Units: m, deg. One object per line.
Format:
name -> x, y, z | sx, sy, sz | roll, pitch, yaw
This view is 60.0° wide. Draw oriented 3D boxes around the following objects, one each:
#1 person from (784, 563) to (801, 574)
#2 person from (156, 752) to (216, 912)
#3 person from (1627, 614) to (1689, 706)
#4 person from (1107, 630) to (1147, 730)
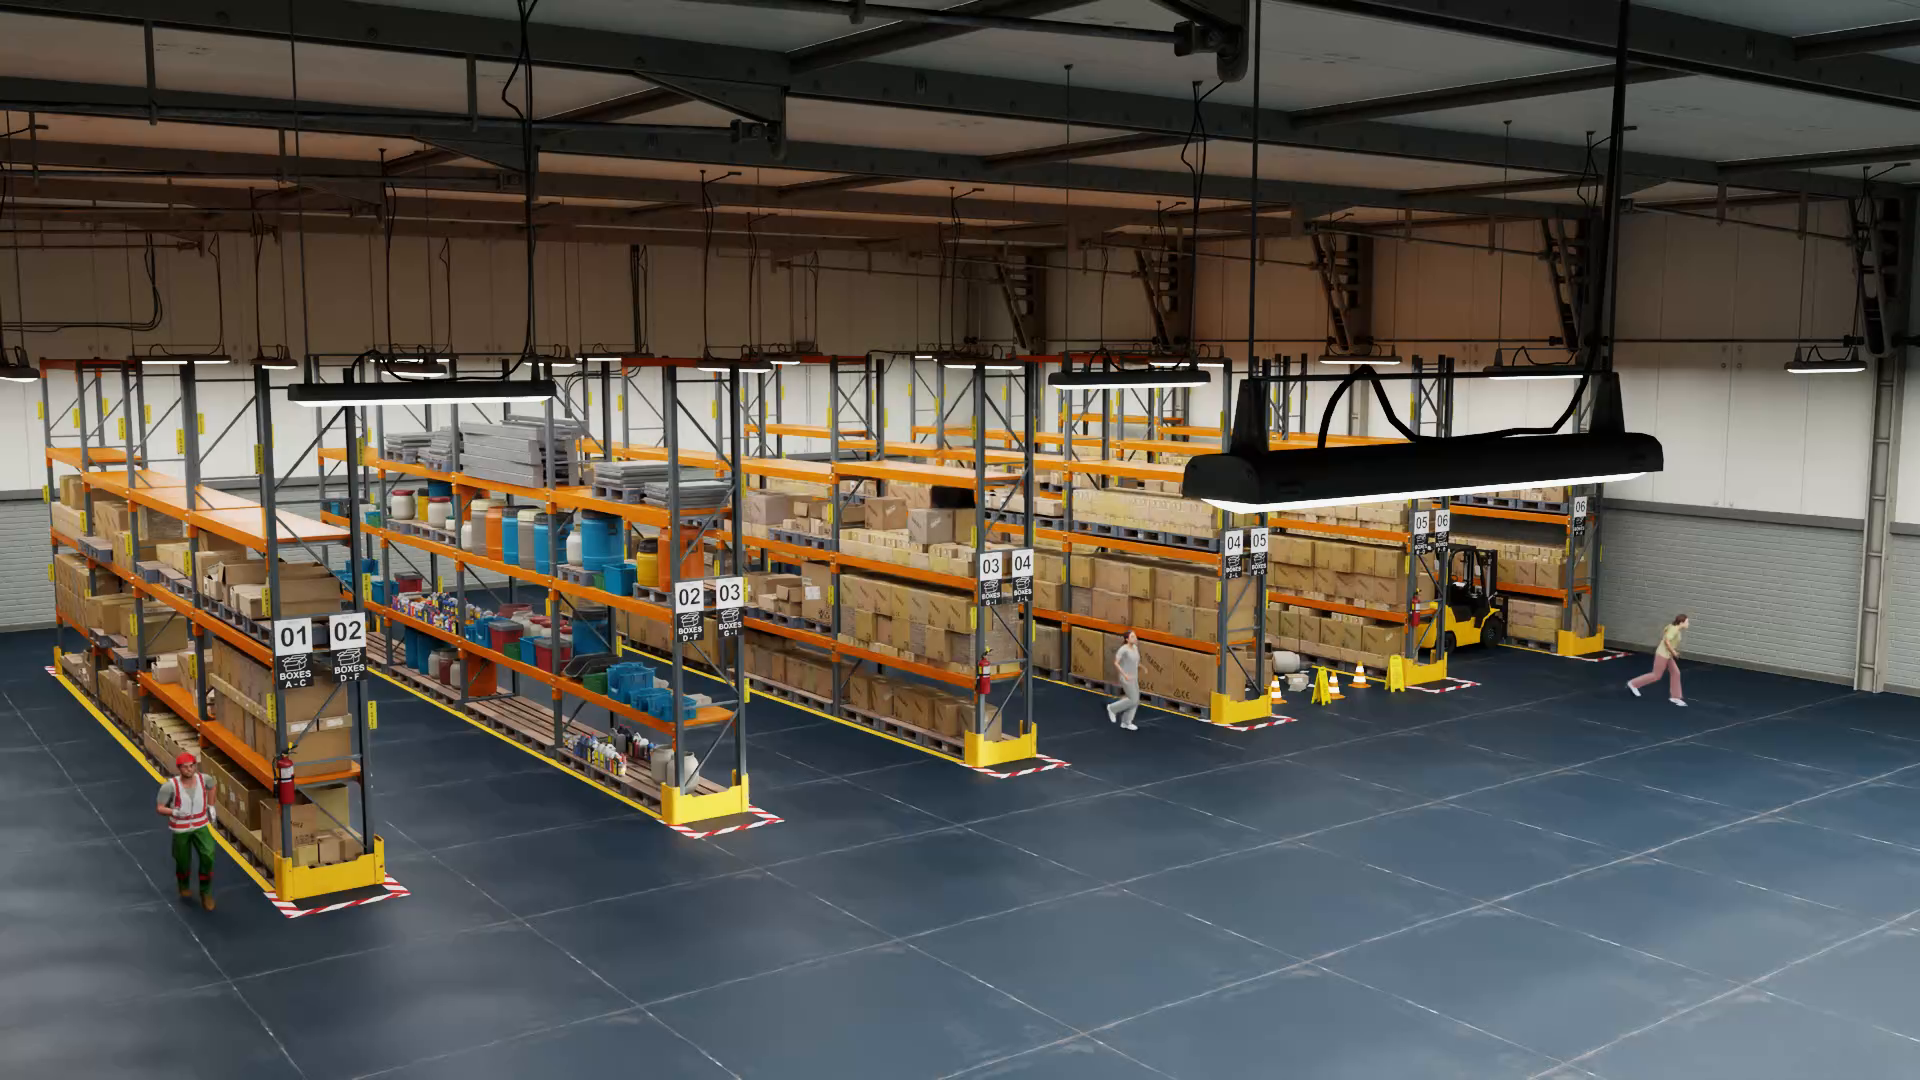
person -> -4.307, 0.284, 43.609 | 0.581, 1.709, 0.744 | 4, 8, 32
person -> -8.605, 3.238, 18.573 | 0.669, 1.800, 0.827 | -5, 8, -35
person -> 12.221, 2.072, 29.071 | 0.992, 1.623, 0.605 | 3, 7, 20
person -> 2.753, 2.259, 27.197 | 0.603, 1.617, 0.560 | 5, 9, 37
